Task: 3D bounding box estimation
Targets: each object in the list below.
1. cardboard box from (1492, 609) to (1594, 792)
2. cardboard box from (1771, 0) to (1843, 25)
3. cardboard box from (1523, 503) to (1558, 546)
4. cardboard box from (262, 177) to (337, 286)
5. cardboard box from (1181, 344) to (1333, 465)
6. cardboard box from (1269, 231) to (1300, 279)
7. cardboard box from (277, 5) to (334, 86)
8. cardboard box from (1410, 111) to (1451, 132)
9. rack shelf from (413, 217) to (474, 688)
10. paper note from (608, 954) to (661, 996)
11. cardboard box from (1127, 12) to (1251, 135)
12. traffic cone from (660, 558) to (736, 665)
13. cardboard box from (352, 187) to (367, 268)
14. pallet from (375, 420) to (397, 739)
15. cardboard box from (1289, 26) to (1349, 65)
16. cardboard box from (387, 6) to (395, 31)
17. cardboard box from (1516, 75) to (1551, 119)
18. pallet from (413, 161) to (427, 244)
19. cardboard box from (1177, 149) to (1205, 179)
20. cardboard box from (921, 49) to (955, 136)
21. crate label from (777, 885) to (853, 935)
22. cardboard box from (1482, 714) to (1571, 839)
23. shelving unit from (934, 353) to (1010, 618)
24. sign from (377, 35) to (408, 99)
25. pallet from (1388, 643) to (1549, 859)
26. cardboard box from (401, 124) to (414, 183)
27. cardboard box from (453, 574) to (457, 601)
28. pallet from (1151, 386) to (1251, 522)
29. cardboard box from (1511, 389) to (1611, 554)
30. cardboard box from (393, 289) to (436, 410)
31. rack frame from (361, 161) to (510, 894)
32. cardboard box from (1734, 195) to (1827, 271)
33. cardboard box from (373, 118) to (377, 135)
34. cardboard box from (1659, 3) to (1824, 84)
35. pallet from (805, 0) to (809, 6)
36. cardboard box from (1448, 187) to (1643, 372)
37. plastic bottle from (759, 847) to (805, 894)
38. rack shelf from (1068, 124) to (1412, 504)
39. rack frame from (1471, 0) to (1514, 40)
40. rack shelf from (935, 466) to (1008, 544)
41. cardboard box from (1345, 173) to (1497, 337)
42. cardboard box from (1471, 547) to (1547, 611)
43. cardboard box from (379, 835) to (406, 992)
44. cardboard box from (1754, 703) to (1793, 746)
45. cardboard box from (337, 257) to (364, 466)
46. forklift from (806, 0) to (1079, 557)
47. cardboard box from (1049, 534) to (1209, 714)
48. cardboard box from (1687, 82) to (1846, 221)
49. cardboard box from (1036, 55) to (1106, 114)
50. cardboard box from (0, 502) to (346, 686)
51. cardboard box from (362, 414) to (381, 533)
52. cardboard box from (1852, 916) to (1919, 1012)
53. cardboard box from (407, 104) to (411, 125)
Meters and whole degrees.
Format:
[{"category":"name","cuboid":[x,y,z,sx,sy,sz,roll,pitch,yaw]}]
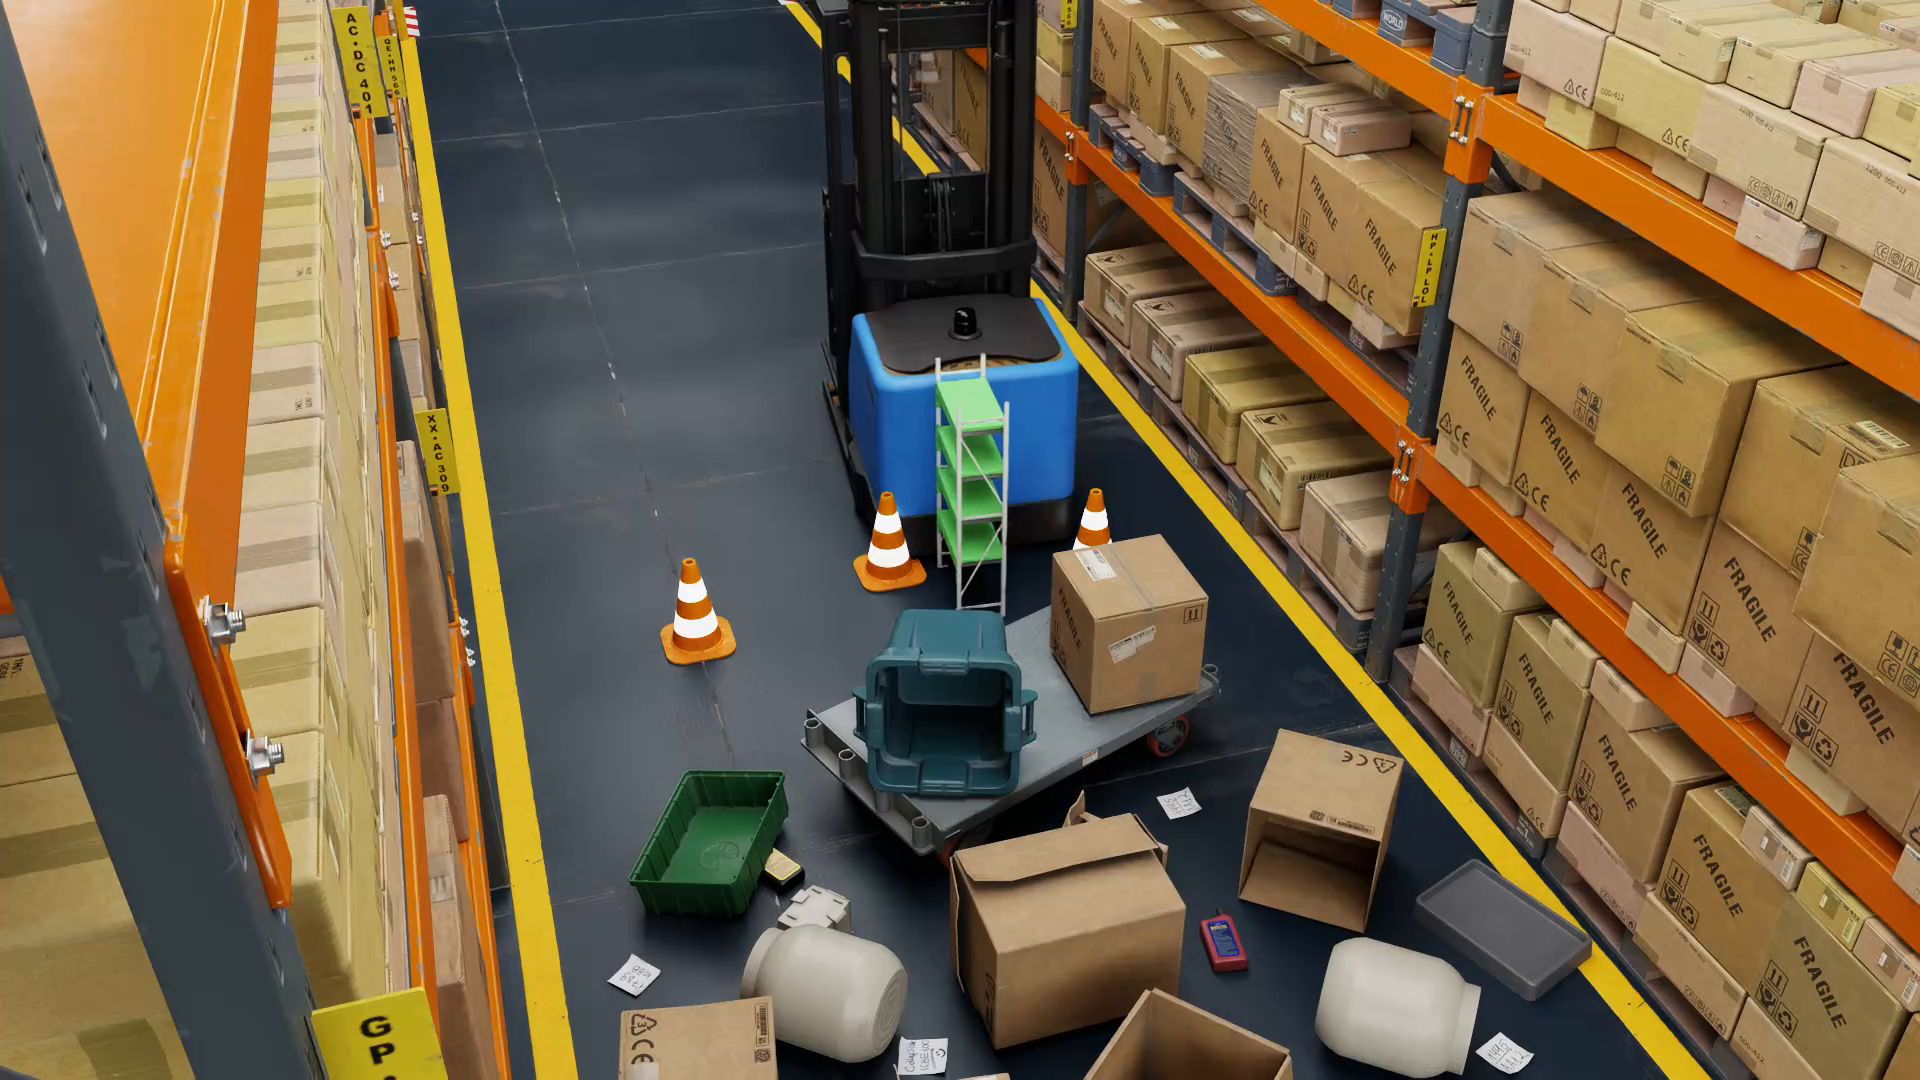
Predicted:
[{"category":"cardboard box","cuboid":[2.490,0.602,6.551,0.500,0.500,0.500,-9,34,-13]},{"category":"cardboard box","cuboid":[2.844,-1.766,5.485,0.380,0.149,0.250,-9,35,-14]},{"category":"cardboard box","cuboid":[2.420,-0.109,6.422,0.380,0.149,0.250,-10,35,-15]},{"category":"cardboard box","cuboid":[-1.412,-0.566,3.198,0.380,0.149,0.250,-10,35,-14]},{"category":"cardboard box","cuboid":[1.794,-0.787,9.222,0.950,0.372,0.625,-9,34,-13]},{"category":"cardboard box","cuboid":[1.716,-1.389,7.979,0.380,0.149,0.250,-10,35,-14]},{"category":"cardboard box","cuboid":[-1.798,-1.231,4.204,0.380,0.149,0.250,-10,35,-15]},{"category":"cardboard box","cuboid":[2.232,-1.851,8.090,0.500,0.500,0.500,-10,35,-15]},{"category":"rack shelf","cuboid":[-2.900,-0.556,7.523,1.077,0.370,4.000,-10,35,-15]},{"category":"paper note","cuboid":[-1.223,1.633,6.250,0.142,0.020,0.147,19,38,26]},{"category":"cardboard box","cuboid":[1.255,-2.585,9.199,0.500,0.500,0.500,-8,34,-12]},{"category":"traffic cone","cuboid":[-1.261,0.295,7.884,0.336,0.463,0.334,-10,35,-15]},{"category":"cardboard box","cuboid":[-1.717,-0.764,4.221,0.380,0.149,0.250,-9,35,-14]},{"category":"pallet","cuboid":[-1.682,0.050,3.312,1.003,0.211,1.213,-10,35,-15]},{"category":"cardboard box","cuboid":[1.941,-2.591,8.621,0.380,0.149,0.250,-12,35,-17]},{"category":"cardboard box","cuboid":[-5.172,-4.570,14.611,0.380,0.149,0.250,-9,34,-13]},{"category":"cardboard box","cuboid":[2.253,-1.631,6.004,0.380,0.149,0.250,-11,35,-15]},{"category":"pallet","cuboid":[-4.492,-2.434,12.242,1.003,0.211,1.213,-10,35,-15]},{"category":"cardboard box","cuboid":[1.401,-2.093,9.044,0.380,0.149,0.250,-8,34,-12]},{"category":"cardboard box","cuboid":[0.218,-3.868,13.429,0.875,0.875,0.875,-9,34,-13]},{"category":"crate label","cuboid":[-0.560,1.470,6.401,0.250,0.136,0.298,19,38,26]},{"category":"cardboard box","cuboid":[2.489,0.914,6.759,0.500,0.250,0.500,-8,34,-12]},{"category":"shelving unit","cuboid":[0.053,-0.240,8.025,0.258,1.200,0.503,-7,34,-10]},{"category":"sign","cuboid":[-2.983,-2.484,8.738,0.100,0.325,0.005,-10,35,-15]},{"category":"pallet","cuboid":[2.632,0.819,7.319,1.003,0.211,1.213,-10,35,-15]},{"category":"cardboard box","cuboid":[-3.944,-2.555,11.103,0.500,0.250,0.500,-12,35,-17]},{"category":"cardboard box","cuboid":[-2.856,0.140,7.477,1.050,0.750,0.750,-10,35,-15]},{"category":"pallet","cuboid":[1.778,-0.578,9.433,1.003,0.211,1.213,-10,35,-15]},{"category":"cardboard box","cuboid":[2.437,-0.320,6.152,0.500,0.500,0.500,-10,35,-15]},{"category":"cardboard box","cuboid":[-2.499,-0.697,6.993,0.500,0.500,0.500,-10,35,-15]},{"category":"rack frame","cuboid":[-2.290,0.194,5.735,1.000,3.000,0.127,-10,35,-15]},{"category":"cardboard box","cuboid":[2.564,-0.941,4.961,0.380,0.149,0.250,-11,35,-16]},{"category":"cardboard box","cuboid":[-3.455,-2.245,9.274,0.380,0.149,0.250,-10,35,-15]},{"category":"cardboard box","cuboid":[2.412,-1.536,5.138,0.380,0.149,0.250,-10,35,-15]},{"category":"pallet","cuboid":[-0.949,-5.421,16.763,1.003,0.211,1.213,-10,35,-15]},{"category":"cardboard box","cuboid":[2.321,-1.007,6.285,0.700,0.500,0.500,-10,35,-15]},{"category":"plastic bottle","cuboid":[-0.769,1.311,6.710,0.283,0.061,0.133,27,42,34]},{"category":"rack shelf","cuboid":[1.783,-1.441,8.863,1.077,0.370,4.000,-10,35,-15]},{"category":"rack frame","cuboid":[2.393,-3.194,5.421,1.000,3.000,0.127,-10,35,-15]},{"category":"rack shelf","cuboid":[0.053,-0.187,8.061,0.258,0.148,0.480,-7,34,-10]},{"category":"cardboard box","cuboid":[2.034,-1.236,7.159,0.500,0.500,0.500,-11,35,-16]},{"category":"cardboard box","cuboid":[2.297,0.128,6.680,0.380,0.149,0.250,-10,35,-14]},{"category":"cardboard box","cuboid":[-0.948,0.563,2.212,0.380,0.149,0.250,-10,35,-14]},{"category":"cardboard box","cuboid":[2.848,0.547,5.429,0.380,0.149,0.250,-10,35,-15]},{"category":"cardboard box","cuboid":[-1.436,-0.327,3.198,0.500,0.250,0.500,-10,35,-15]},{"category":"forklift","cuboid":[-0.204,-1.936,9.020,1.130,2.935,3.031,-7,34,-10]},{"category":"cardboard box","cuboid":[0.707,0.351,7.079,0.500,0.500,0.500,-10,35,-15]},{"category":"cardboard box","cuboid":[2.573,-1.193,4.980,0.500,0.250,0.500,-10,35,-14]},{"category":"cardboard box","cuboid":[0.771,-2.951,10.631,0.500,0.250,0.500,-11,35,-16]},{"category":"cardboard box","cuboid":[-1.023,0.103,2.185,0.380,0.149,0.250,-10,35,-15]},{"category":"cardboard box","cuboid":[-1.333,-0.099,3.215,0.380,0.149,0.250,-10,35,-14]},{"category":"cardboard box","cuboid":[2.944,1.239,4.999,0.380,0.149,0.250,-9,35,-13]},{"category":"cardboard box","cuboid":[-4.617,-3.377,13.344,0.380,0.149,0.250,-9,35,-13]}]
